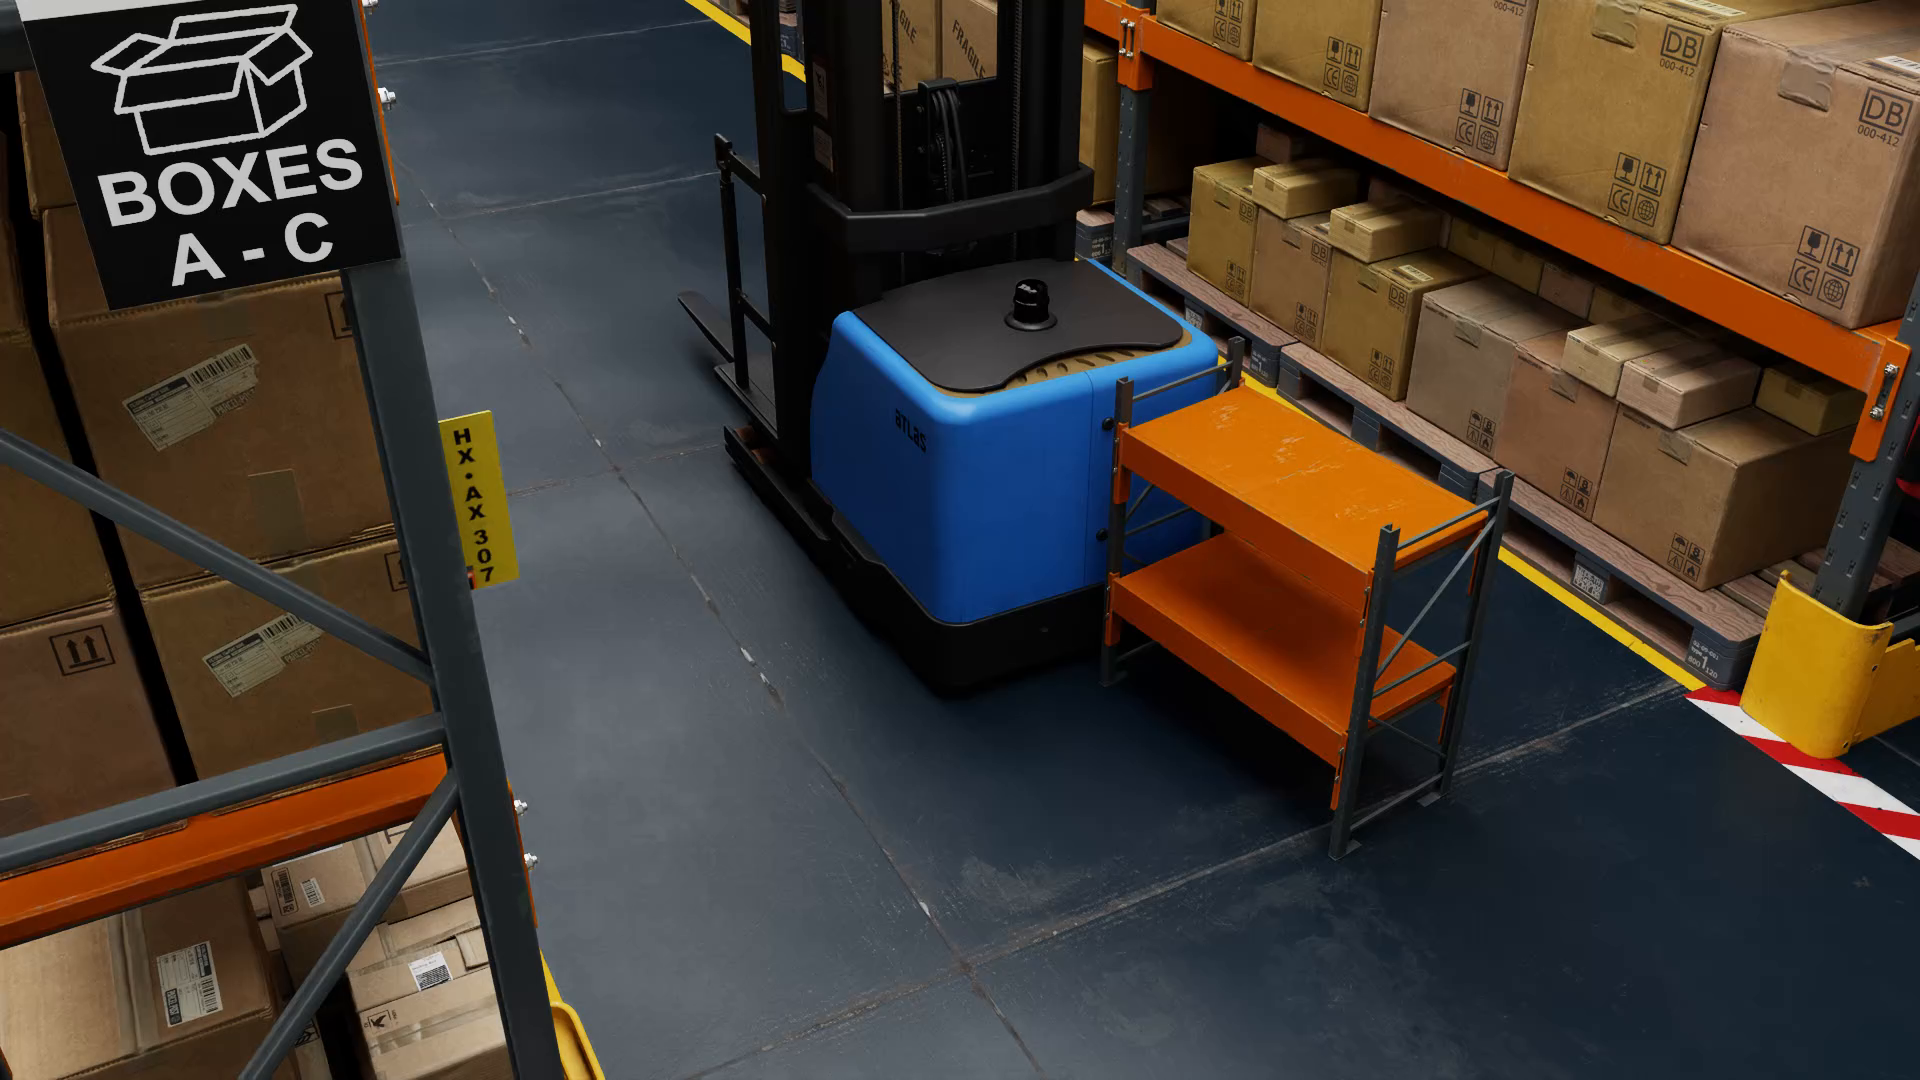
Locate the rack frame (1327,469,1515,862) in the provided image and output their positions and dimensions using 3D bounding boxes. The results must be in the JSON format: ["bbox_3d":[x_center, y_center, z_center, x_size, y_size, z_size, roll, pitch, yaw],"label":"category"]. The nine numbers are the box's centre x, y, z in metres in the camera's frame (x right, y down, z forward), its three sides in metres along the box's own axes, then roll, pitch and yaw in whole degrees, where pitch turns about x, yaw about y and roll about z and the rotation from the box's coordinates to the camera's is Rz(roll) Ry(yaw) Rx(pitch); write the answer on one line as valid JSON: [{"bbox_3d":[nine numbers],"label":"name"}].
[{"bbox_3d":[1.275,0.369,4.632,0.500,1.125,0.032,-22,39,-30],"label":"rack frame"}]

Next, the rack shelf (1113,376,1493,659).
[{"bbox_3d":[0.973,-0.098,4.818,0.538,0.278,1.000,-22,39,-30],"label":"rack shelf"}]

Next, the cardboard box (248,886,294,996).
[{"bbox_3d":[-1.865,1.035,4.073,0.380,0.166,0.250,-16,36,-23],"label":"cardboard box"}]

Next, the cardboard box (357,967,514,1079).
[{"bbox_3d":[-1.175,1.170,3.879,0.380,0.149,0.250,-16,36,-23],"label":"cardboard box"}]

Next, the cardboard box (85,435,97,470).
[{"bbox_3d":[-1.979,0.007,3.366,0.500,0.500,0.500,-16,36,-23],"label":"cardboard box"}]

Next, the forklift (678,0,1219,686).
[{"bbox_3d":[-0.292,-1.535,5.929,1.130,2.935,3.031,-16,36,-23],"label":"forklift"}]

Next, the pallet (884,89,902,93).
[{"bbox_3d":[0.232,-2.474,9.916,1.003,0.211,1.213,-16,36,-23],"label":"pallet"}]

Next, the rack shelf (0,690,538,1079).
[{"bbox_3d":[-2.217,-0.211,4.465,1.077,0.370,4.000,-16,36,-23],"label":"rack shelf"}]

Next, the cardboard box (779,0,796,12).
[{"bbox_3d":[-1.015,-4.088,11.760,0.700,0.500,0.500,-15,36,-22],"label":"cardboard box"}]

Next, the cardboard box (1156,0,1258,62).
[{"bbox_3d":[1.470,-2.579,7.217,0.980,0.700,0.700,-15,36,-22],"label":"cardboard box"}]

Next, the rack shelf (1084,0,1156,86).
[{"bbox_3d":[0.299,-3.368,9.393,1.077,0.370,4.000,-16,36,-23],"label":"rack shelf"}]

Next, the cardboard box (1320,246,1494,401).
[{"bbox_3d":[1.958,-0.972,6.914,0.700,0.500,0.500,-15,36,-22],"label":"cardboard box"}]

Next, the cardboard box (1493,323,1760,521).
[{"bbox_3d":[2.448,-0.479,6.145,0.700,0.500,0.500,-16,36,-23],"label":"cardboard box"}]

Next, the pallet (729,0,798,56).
[{"bbox_3d":[-0.997,-3.824,12.023,1.003,0.211,1.213,-16,36,-23],"label":"pallet"}]

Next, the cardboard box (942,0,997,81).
[{"bbox_3d":[0.396,-2.689,9.269,0.750,0.750,0.750,-15,35,-22],"label":"cardboard box"}]

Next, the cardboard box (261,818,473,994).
[{"bbox_3d":[-1.520,0.844,4.293,0.500,0.250,0.500,-16,36,-23],"label":"cardboard box"}]

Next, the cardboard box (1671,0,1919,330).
[{"bbox_3d":[2.850,-1.174,5.024,0.980,0.700,0.700,-14,35,-21],"label":"cardboard box"}]

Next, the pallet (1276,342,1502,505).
[{"bbox_3d":[2.090,-0.576,6.954,1.003,0.211,1.213,-16,36,-23],"label":"pallet"}]

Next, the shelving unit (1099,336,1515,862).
[{"bbox_3d":[0.973,0.148,4.976,0.538,1.125,1.048,-22,39,-30],"label":"shelving unit"}]

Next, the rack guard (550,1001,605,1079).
[{"bbox_3d":[-1.319,1.457,3.513,1.175,0.500,0.348,-16,36,-23],"label":"rack guard"}]

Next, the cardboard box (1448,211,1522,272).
[{"bbox_3d":[2.207,-1.230,6.715,0.380,0.149,0.250,-17,36,-24],"label":"cardboard box"}]

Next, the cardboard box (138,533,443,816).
[{"bbox_3d":[-1.258,0.120,3.189,0.500,0.500,0.500,-15,36,-22],"label":"cardboard box"}]

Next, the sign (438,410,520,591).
[{"bbox_3d":[-0.804,-0.060,2.761,0.100,0.325,0.005,-16,36,-23],"label":"sign"}]

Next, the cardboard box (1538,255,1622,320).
[{"bbox_3d":[2.444,-0.986,6.336,0.380,0.149,0.250,-15,36,-22],"label":"cardboard box"}]

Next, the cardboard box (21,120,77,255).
[{"bbox_3d":[-1.508,-0.548,3.305,0.500,0.500,0.500,-15,36,-23],"label":"cardboard box"}]

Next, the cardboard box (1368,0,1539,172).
[{"bbox_3d":[2.153,-1.885,6.133,0.980,0.700,0.700,-18,37,-25],"label":"cardboard box"}]

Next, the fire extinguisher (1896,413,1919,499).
[{"bbox_3d":[2.759,-0.429,4.557,0.296,0.674,0.183,-16,36,-23],"label":"fire extinguisher"}]

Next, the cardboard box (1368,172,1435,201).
[{"bbox_3d":[1.968,-1.473,7.096,0.380,0.149,0.250,-17,36,-25],"label":"cardboard box"}]

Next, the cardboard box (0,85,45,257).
[{"bbox_3d":[-2.217,-0.653,3.469,0.500,0.500,0.500,-15,36,-22],"label":"cardboard box"}]

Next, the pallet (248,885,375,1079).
[{"bbox_3d":[-1.692,1.198,4.184,1.003,0.211,1.213,-16,36,-23],"label":"pallet"}]

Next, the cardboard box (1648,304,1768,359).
[{"bbox_3d":[2.680,-0.746,5.960,0.380,0.149,0.250,-16,36,-23],"label":"cardboard box"}]

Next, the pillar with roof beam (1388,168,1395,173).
[{"bbox_3d":[-1.485,-4.043,4.218,9.100,9.000,0.400,-16,36,-23],"label":"pillar with roof beam"}]

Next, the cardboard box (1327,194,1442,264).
[{"bbox_3d":[1.731,-1.272,6.782,0.380,0.149,0.250,-17,36,-24],"label":"cardboard box"}]

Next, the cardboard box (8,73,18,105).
[{"bbox_3d":[-2.698,-1.144,4.236,0.500,0.500,0.500,-17,36,-24],"label":"cardboard box"}]

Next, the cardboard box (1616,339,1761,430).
[{"bbox_3d":[2.461,-0.529,5.621,0.380,0.149,0.250,-16,36,-24],"label":"cardboard box"}]

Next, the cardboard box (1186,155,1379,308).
[{"bbox_3d":[1.490,-1.458,7.672,0.700,0.500,0.500,-15,36,-23],"label":"cardboard box"}]

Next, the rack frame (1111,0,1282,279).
[{"bbox_3d":[1.232,-2.716,7.709,1.000,3.000,0.127,-16,36,-23],"label":"rack frame"}]

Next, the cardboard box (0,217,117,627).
[{"bbox_3d":[-1.735,-0.166,2.708,0.500,0.500,0.500,-16,36,-24],"label":"cardboard box"}]
